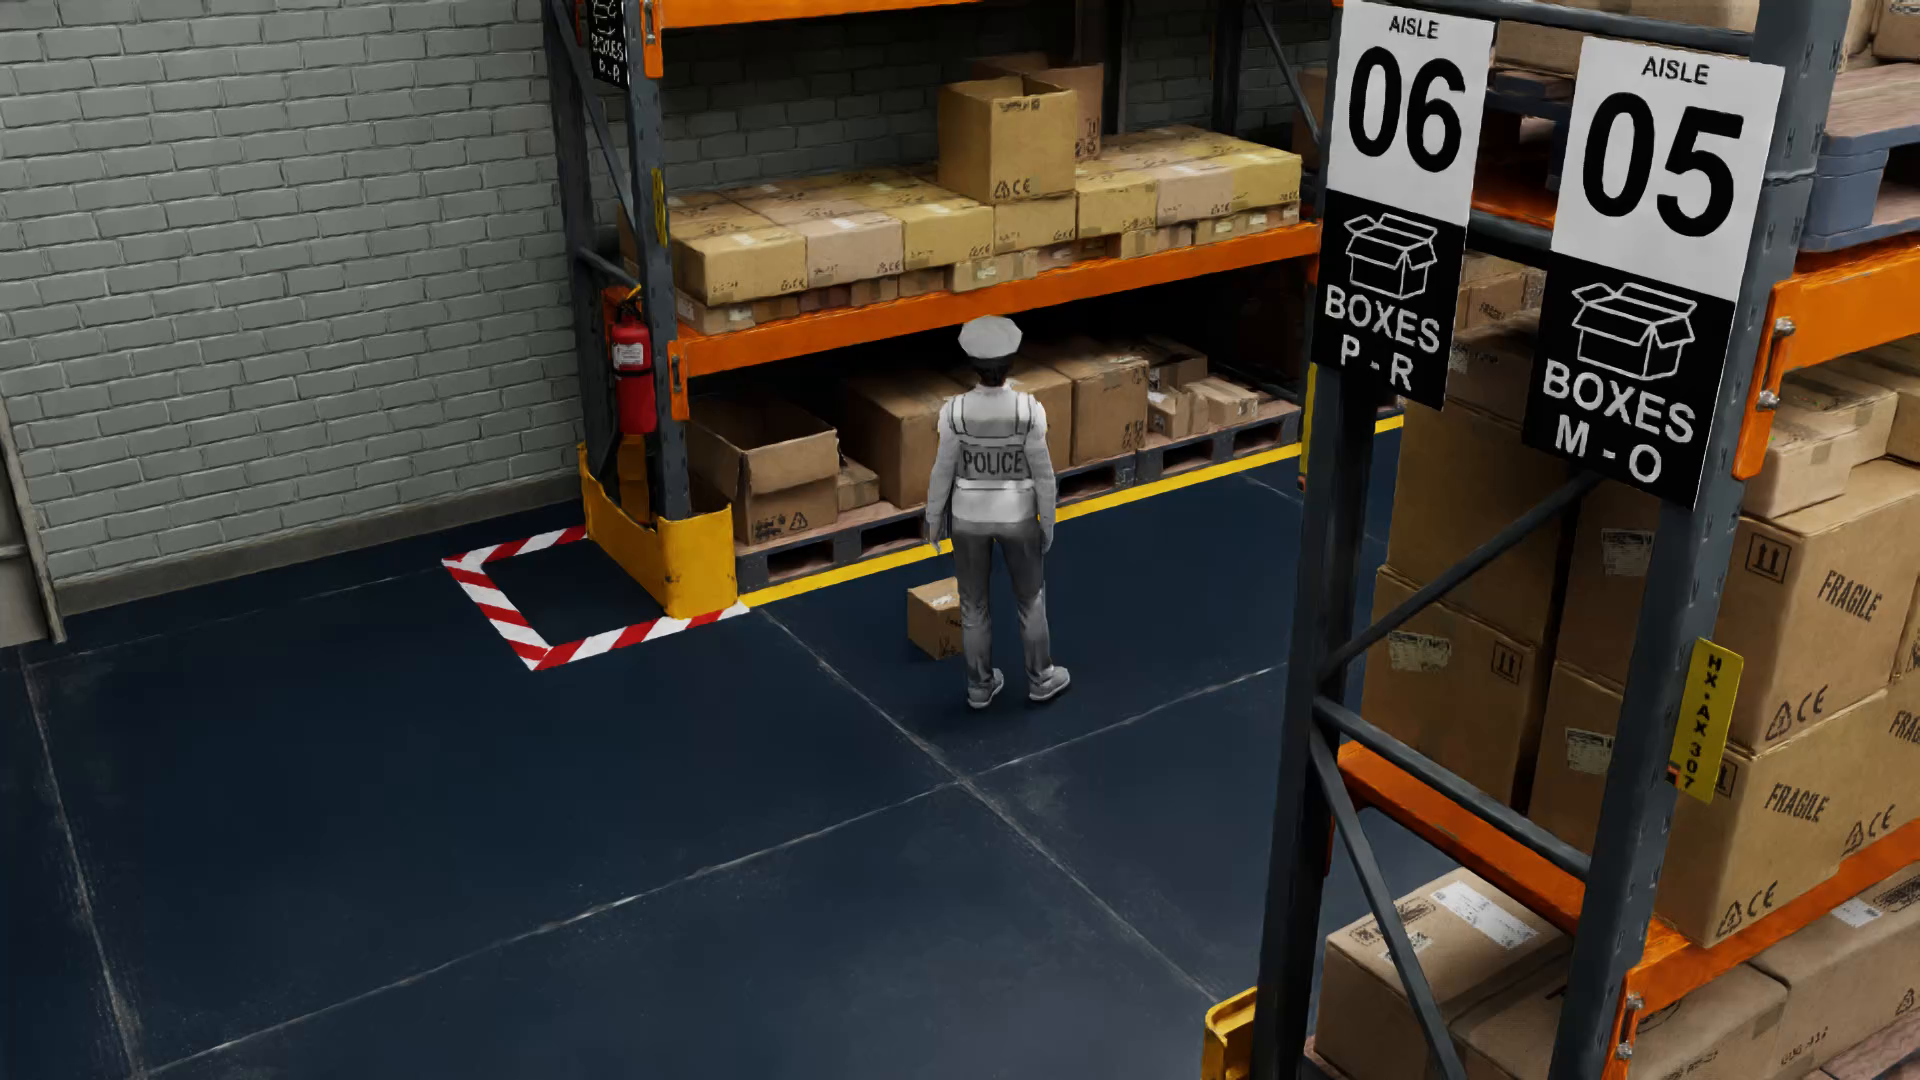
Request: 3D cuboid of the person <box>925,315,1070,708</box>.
[{"bbox_3d":[0.169,-0.092,6.752,0.618,1.689,0.387,0,25,1],"label":"person"}]
